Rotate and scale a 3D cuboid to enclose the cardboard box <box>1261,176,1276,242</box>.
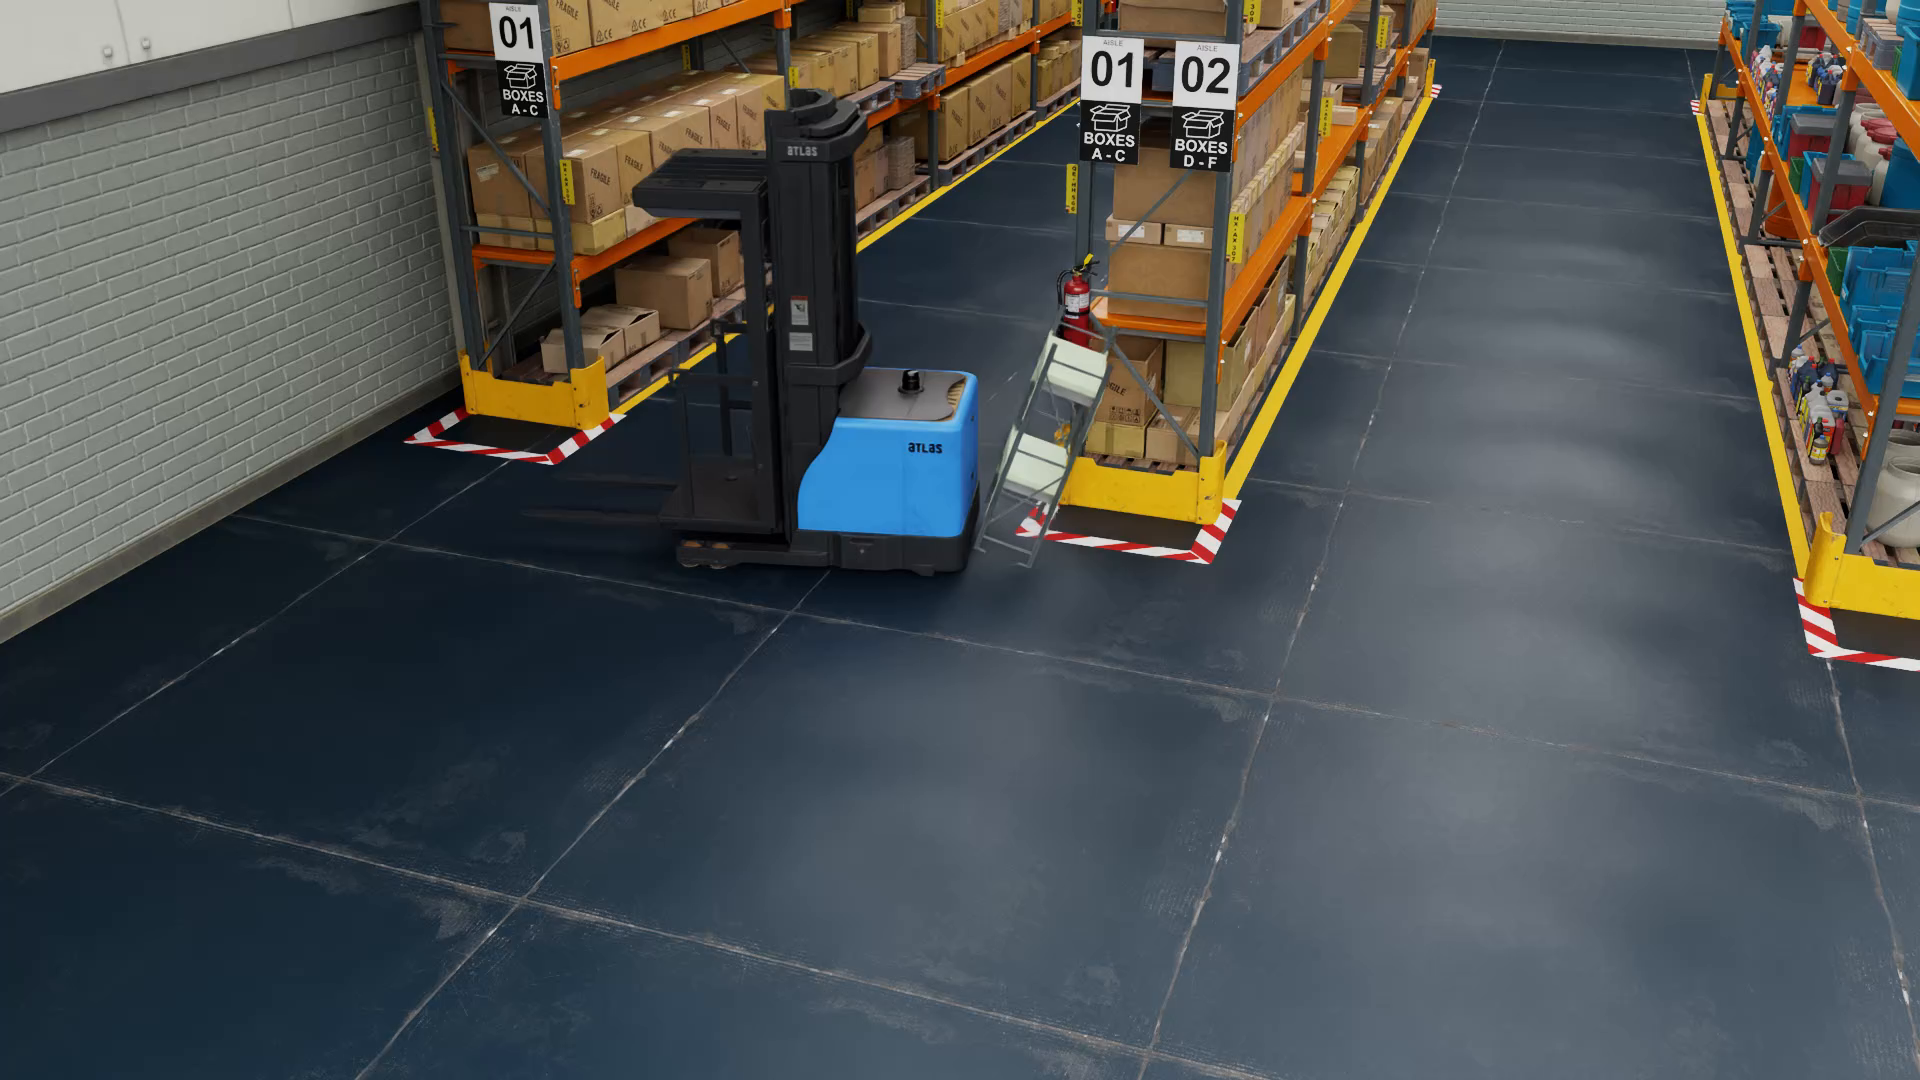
[{"bbox_3d":[2.110,-2.694,13.258,0.700,0.500,0.500,9,27,18],"label":"cardboard box"}]

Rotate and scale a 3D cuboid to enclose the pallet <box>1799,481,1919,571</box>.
[{"bbox_3d":[6.186,-0.008,11.025,1.003,0.211,1.213,9,27,17],"label":"pallet"}]

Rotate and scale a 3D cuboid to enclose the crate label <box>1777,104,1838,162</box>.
[{"bbox_3d":[8.007,-3.827,15.671,0.502,0.435,0.616,9,27,17],"label":"crate label"}]

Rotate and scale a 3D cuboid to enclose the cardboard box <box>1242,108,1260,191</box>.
[{"bbox_3d":[1.782,-2.877,12.146,0.700,0.500,0.500,9,27,18],"label":"cardboard box"}]

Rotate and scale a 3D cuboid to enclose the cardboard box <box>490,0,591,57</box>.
[{"bbox_3d":[-3.065,-3.834,12.147,0.500,0.500,0.500,9,27,19],"label":"cardboard box"}]

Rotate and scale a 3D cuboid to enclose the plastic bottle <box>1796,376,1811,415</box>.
[{"bbox_3d":[6.444,-1.100,12.693,0.061,0.283,0.133,10,28,20],"label":"plastic bottle"}]

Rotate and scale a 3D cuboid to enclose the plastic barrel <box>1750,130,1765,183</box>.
[{"bbox_3d":[9.491,-4.556,19.144,0.600,0.901,0.708,9,27,17],"label":"plastic barrel"}]

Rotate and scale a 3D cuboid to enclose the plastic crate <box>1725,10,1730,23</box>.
[{"bbox_3d":[10.677,-7.202,22.917,0.250,0.136,0.298,9,27,17],"label":"plastic crate"}]

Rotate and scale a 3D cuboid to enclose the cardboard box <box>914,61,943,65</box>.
[{"bbox_3d":[-0.422,-5.614,19.668,0.380,0.149,0.250,8,27,17],"label":"cardboard box"}]

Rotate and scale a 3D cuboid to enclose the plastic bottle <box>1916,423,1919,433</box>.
[{"bbox_3d":[7.042,-0.827,12.142,0.097,0.271,0.097,0,26,0],"label":"plastic bottle"}]

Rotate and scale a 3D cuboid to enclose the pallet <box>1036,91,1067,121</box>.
[{"bbox_3d":[0.908,-6.306,24.032,1.003,0.211,1.213,9,27,17],"label":"pallet"}]

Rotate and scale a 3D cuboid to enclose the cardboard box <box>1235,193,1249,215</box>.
[{"bbox_3d":[1.850,-2.394,11.892,0.380,0.149,0.250,8,27,17],"label":"cardboard box"}]

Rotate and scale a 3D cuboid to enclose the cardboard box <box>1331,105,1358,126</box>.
[{"bbox_3d":[3.884,-4.377,17.136,0.380,0.149,0.250,9,27,17],"label":"cardboard box"}]

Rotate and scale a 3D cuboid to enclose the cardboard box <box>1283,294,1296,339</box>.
[{"bbox_3d":[2.643,-1.985,14.581,0.500,0.250,0.500,9,27,17],"label":"cardboard box"}]

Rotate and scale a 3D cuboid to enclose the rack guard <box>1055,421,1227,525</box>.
[{"bbox_3d":[1.252,-0.477,11.662,1.175,0.500,0.348,9,27,17],"label":"rack guard"}]

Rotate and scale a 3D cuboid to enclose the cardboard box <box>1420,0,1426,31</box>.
[{"bbox_3d":[6.016,-7.174,22.511,0.500,0.500,0.500,9,27,17],"label":"cardboard box"}]

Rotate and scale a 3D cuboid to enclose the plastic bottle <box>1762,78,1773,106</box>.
[{"bbox_3d":[8.705,-4.825,17.907,0.061,0.283,0.133,9,27,17],"label":"plastic bottle"}]

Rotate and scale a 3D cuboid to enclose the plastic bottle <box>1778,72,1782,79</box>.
[{"bbox_3d":[9.032,-5.010,18.303,0.097,0.271,0.097,0,26,0],"label":"plastic bottle"}]

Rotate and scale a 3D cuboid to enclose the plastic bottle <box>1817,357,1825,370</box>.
[{"bbox_3d":[6.761,-1.292,13.088,0.061,0.283,0.133,9,27,17],"label":"plastic bottle"}]

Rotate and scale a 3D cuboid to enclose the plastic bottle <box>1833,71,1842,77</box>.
[{"bbox_3d":[9.686,-5.051,18.382,0.152,0.276,0.135,9,27,17],"label":"plastic bottle"}]

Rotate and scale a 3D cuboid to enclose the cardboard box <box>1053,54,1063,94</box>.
[{"bbox_3d":[1.097,-6.823,24.285,0.700,0.500,0.500,8,27,17],"label":"cardboard box"}]

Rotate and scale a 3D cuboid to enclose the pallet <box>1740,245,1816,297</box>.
[{"bbox_3d":[8.298,-2.612,16.402,1.003,0.211,1.213,9,27,17],"label":"pallet"}]

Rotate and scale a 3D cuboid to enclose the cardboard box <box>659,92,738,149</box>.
[{"bbox_3d":[-2.285,-3.601,14.534,0.500,0.500,0.500,8,27,16],"label":"cardboard box"}]

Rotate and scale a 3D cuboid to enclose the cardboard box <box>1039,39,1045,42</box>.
[{"bbox_3d":[1.036,-7.307,24.541,0.380,0.149,0.250,9,27,18],"label":"cardboard box"}]

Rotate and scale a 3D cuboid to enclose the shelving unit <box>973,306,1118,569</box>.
[{"bbox_3d":[0.556,-0.667,10.823,0.431,1.500,0.755,20,27,-2],"label":"shelving unit"}]

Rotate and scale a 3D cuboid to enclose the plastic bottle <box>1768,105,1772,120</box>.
[{"bbox_3d":[8.457,-4.458,17.243,0.097,0.201,0.097,0,26,0],"label":"plastic bottle"}]

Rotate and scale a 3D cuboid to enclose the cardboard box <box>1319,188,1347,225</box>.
[{"bbox_3d":[3.643,-3.431,16.924,0.500,0.311,0.500,9,27,17],"label":"cardboard box"}]

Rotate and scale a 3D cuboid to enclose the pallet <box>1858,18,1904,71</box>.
[{"bbox_3d":[7.113,-3.490,11.791,1.213,0.211,1.003,9,27,17],"label":"pallet"}]

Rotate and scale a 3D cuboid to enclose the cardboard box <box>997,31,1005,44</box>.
[{"bbox_3d":[0.369,-6.561,21.624,0.380,0.149,0.250,9,27,17],"label":"cardboard box"}]

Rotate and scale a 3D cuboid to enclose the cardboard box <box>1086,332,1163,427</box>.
[{"bbox_3d":[1.158,-1.164,12.026,0.500,0.500,0.500,9,27,17],"label":"cardboard box"}]

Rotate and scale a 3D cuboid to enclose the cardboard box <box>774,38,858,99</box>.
[{"bbox_3d":[-1.497,-4.924,17.357,0.700,0.500,0.500,13,29,24],"label":"cardboard box"}]

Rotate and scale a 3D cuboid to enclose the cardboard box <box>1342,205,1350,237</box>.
[{"bbox_3d":[3.809,-3.387,17.477,0.500,0.250,0.500,8,27,17],"label":"cardboard box"}]

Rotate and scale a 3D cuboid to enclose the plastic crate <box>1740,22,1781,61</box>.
[{"bbox_3d":[9.757,-6.085,20.324,0.392,0.384,0.575,9,27,17],"label":"plastic crate"}]

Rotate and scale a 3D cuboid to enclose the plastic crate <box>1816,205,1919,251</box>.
[{"bbox_3d":[6.967,-2.311,12.653,0.767,0.338,0.504,9,27,17],"label":"plastic crate"}]

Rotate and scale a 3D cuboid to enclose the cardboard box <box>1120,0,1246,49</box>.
[{"bbox_3d":[1.456,-3.496,10.825,0.797,0.503,0.637,11,28,21],"label":"cardboard box"}]

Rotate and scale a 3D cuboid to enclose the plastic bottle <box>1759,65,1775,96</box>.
[{"bbox_3d":[8.903,-5.045,18.285,0.144,0.351,0.185,9,27,17],"label":"plastic bottle"}]

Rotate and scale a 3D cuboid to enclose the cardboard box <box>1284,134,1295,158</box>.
[{"bbox_3d":[2.534,-3.241,13.642,0.380,0.149,0.250,8,27,16],"label":"cardboard box"}]

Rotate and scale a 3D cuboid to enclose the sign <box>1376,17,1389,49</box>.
[{"bbox_3d":[4.447,-5.342,17.511,0.100,0.325,0.005,9,27,17],"label":"sign"}]

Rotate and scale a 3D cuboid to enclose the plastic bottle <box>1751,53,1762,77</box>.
[{"bbox_3d":[9.301,-5.532,19.381,0.097,0.271,0.097,0,26,0],"label":"plastic bottle"}]

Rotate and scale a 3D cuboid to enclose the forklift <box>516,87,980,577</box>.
[{"bbox_3d":[-1.422,-1.354,10.683,3.031,2.935,1.130,3,26,7],"label":"forklift"}]

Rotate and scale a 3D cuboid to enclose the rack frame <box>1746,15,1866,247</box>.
[{"bbox_3d":[8.592,-4.180,16.440,1.000,3.000,0.127,9,27,17],"label":"rack frame"}]

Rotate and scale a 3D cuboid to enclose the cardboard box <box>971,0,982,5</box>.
[{"bbox_3d":[-0.015,-6.718,20.343,0.500,0.250,0.500,9,27,18],"label":"cardboard box"}]

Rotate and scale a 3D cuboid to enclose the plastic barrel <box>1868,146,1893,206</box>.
[{"bbox_3d":[7.786,-2.958,13.762,0.433,0.535,0.433,0,26,0],"label":"plastic barrel"}]

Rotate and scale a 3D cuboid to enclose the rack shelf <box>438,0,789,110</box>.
[{"bbox_3d":[-2.747,-4.177,13.818,1.077,0.370,4.000,9,27,17],"label":"rack shelf"}]

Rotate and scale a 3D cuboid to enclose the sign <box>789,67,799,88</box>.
[{"bbox_3d":[-1.567,-4.287,15.668,0.100,0.325,0.005,9,27,17],"label":"sign"}]

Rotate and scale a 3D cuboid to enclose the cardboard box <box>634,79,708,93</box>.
[{"bbox_3d":[-2.610,-3.877,15.103,0.500,0.500,0.500,9,27,17],"label":"cardboard box"}]

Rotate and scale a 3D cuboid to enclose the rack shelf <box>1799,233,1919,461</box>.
[{"bbox_3d":[6.596,-1.390,11.505,1.077,0.370,4.000,9,27,17],"label":"rack shelf"}]

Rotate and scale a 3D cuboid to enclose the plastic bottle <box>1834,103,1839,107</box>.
[{"bbox_3d":[9.071,-4.422,17.168,0.097,0.201,0.097,0,26,0],"label":"plastic bottle"}]

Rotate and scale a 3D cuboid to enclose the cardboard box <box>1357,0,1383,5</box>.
[{"bbox_3d":[4.716,-6.323,20.271,0.700,0.500,0.500,13,29,26],"label":"cardboard box"}]

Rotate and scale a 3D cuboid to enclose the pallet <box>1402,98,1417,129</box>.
[{"bbox_3d":[5.887,-6.073,23.552,1.003,0.211,1.213,9,27,17],"label":"pallet"}]

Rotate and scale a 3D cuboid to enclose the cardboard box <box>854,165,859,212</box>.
[{"bbox_3d":[-1.519,-3.774,17.966,0.700,0.500,0.500,9,27,18],"label":"cardboard box"}]

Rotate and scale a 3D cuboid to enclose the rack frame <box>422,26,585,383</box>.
[{"bbox_3d":[-3.412,-2.329,12.618,1.000,3.000,0.127,9,27,17],"label":"rack frame"}]

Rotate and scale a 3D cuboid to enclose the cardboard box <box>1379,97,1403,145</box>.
[{"bbox_3d":[5.360,-5.372,21.266,0.500,0.500,0.500,9,27,17],"label":"cardboard box"}]

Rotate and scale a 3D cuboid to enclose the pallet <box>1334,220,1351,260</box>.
[{"bbox_3d":[3.612,-3.312,17.848,1.003,0.211,1.213,9,27,17],"label":"pallet"}]

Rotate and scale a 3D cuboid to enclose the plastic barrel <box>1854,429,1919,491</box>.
[{"bbox_3d":[6.244,-0.449,11.108,0.421,0.512,0.421,0,26,0],"label":"plastic barrel"}]

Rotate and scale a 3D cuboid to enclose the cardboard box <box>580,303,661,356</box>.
[{"bbox_3d":[-2.907,-1.822,14.152,0.500,0.311,0.500,11,28,22],"label":"cardboard box"}]
